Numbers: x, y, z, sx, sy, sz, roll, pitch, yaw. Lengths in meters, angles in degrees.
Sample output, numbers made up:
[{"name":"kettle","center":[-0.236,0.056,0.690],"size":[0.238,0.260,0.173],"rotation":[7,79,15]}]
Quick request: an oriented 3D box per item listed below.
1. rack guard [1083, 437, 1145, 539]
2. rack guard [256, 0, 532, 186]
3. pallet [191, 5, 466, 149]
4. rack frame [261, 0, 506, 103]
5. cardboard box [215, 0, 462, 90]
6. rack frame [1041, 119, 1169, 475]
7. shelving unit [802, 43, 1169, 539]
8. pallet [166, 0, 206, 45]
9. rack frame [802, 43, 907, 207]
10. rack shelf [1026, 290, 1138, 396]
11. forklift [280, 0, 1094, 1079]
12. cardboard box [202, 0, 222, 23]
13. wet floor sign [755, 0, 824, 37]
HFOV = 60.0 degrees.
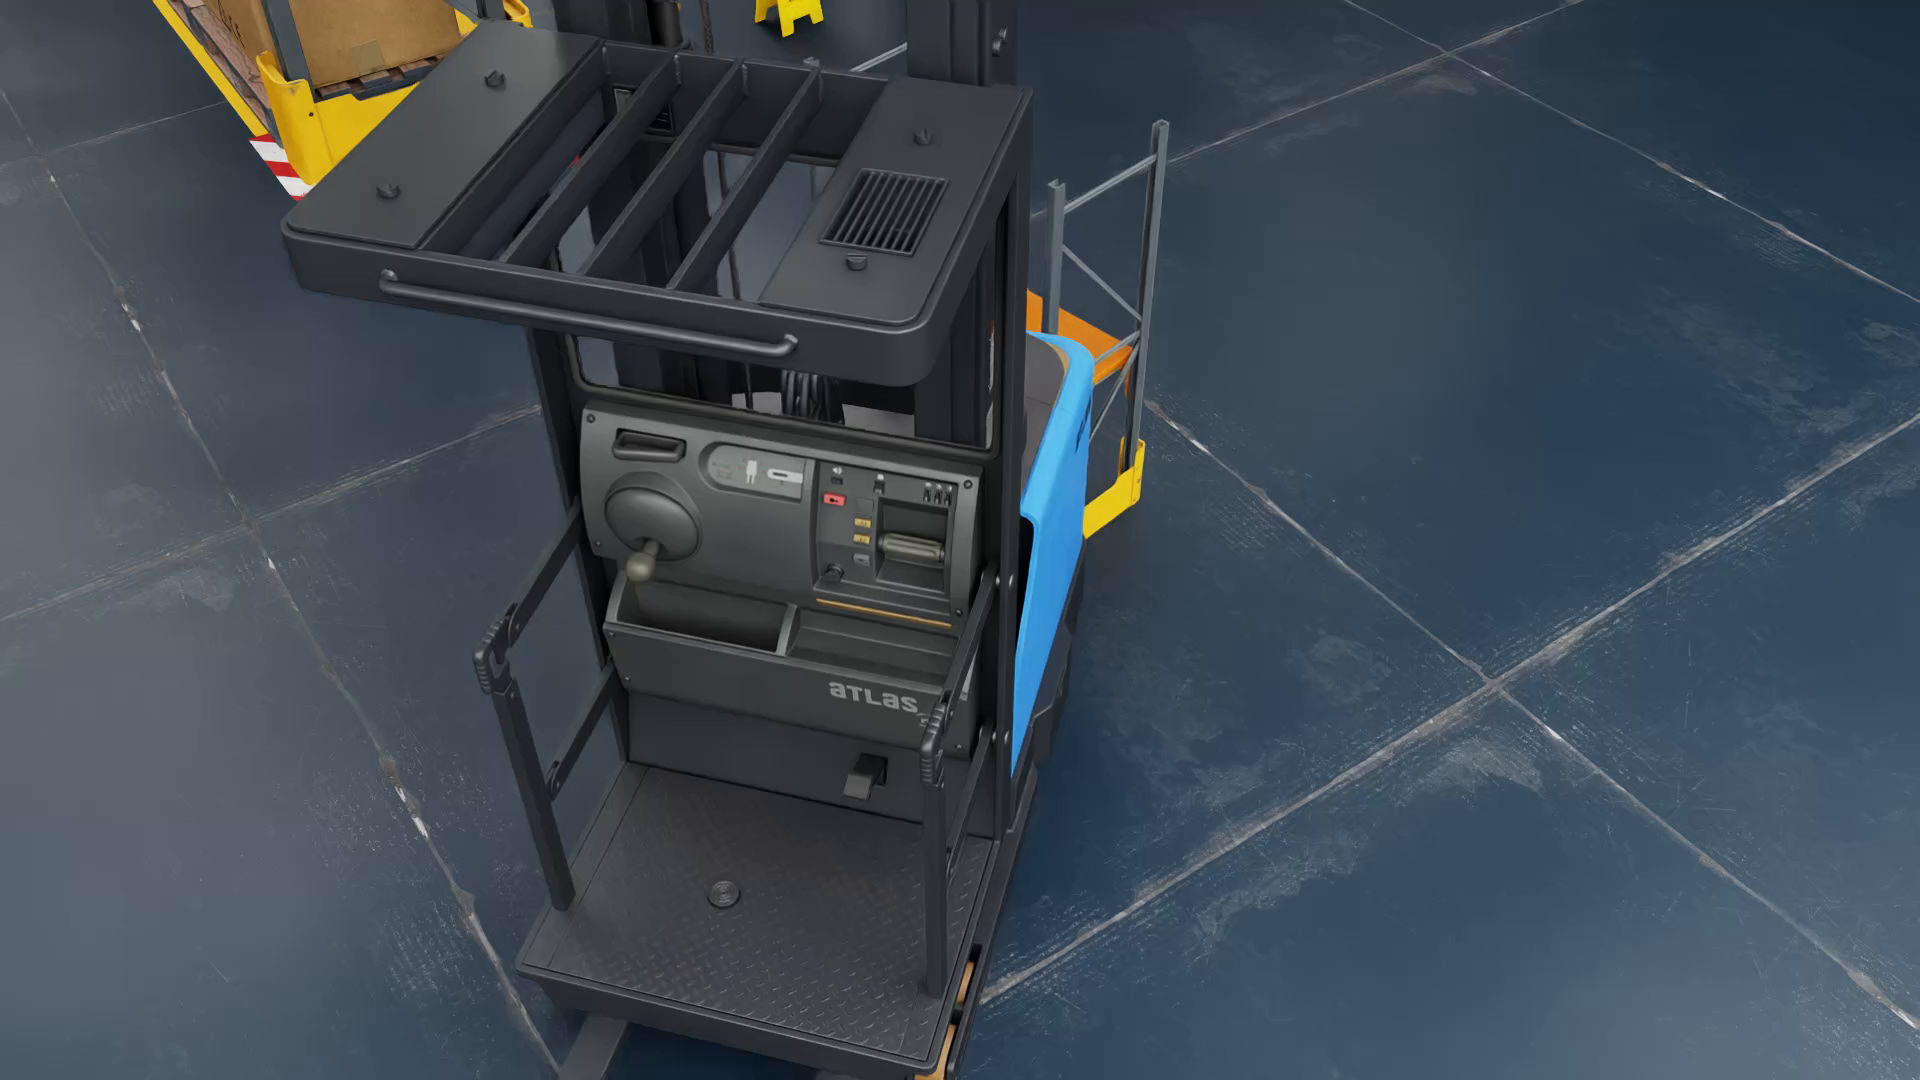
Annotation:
[{"name":"rack guard","center":[0.413,-0.116,5.691],"size":[0.087,0.250,0.587],"rotation":[34,53,30]},{"name":"rack guard","center":[-2.504,-2.065,7.551],"size":[1.175,0.500,0.348],"rotation":[-26,49,-24]},{"name":"pallet","center":[-3.040,-2.396,8.107],"size":[1.003,0.211,1.213],"rotation":[-26,49,-24]},{"name":"rack frame","center":[-2.518,-2.982,6.702],"size":[1.000,3.000,0.127],"rotation":[-26,49,-24]},{"name":"cardboard box","center":[-2.960,-2.724,7.665],"size":[0.875,0.875,0.875],"rotation":[-25,49,-24]},{"name":"rack frame","center":[0.427,-0.559,5.249],"size":[0.032,1.500,0.500],"rotation":[34,53,30]},{"name":"shelving unit","center":[0.056,-0.808,5.510],"size":[1.083,1.500,0.587],"rotation":[34,53,30]},{"name":"pallet","center":[-3.733,-3.086,8.830],"size":[1.003,0.211,1.213],"rotation":[-26,49,-24]},{"name":"rack frame","center":[-0.302,-1.049,5.762],"size":[0.032,1.500,0.500],"rotation":[34,53,30]},{"name":"rack shelf","center":[0.062,-0.674,5.630],"size":[1.000,0.185,0.538],"rotation":[34,53,30]},{"name":"forklift","center":[-0.467,0.037,3.589],"size":[1.130,2.935,3.031],"rotation":[10,45,11]},{"name":"cardboard box","center":[-3.465,-3.221,8.187],"size":[0.875,0.875,0.875],"rotation":[-26,50,-25]},{"name":"wet floor sign","center":[-0.877,-2.897,8.317],"size":[0.267,0.644,0.232],"rotation":[-35,53,-31]}]
